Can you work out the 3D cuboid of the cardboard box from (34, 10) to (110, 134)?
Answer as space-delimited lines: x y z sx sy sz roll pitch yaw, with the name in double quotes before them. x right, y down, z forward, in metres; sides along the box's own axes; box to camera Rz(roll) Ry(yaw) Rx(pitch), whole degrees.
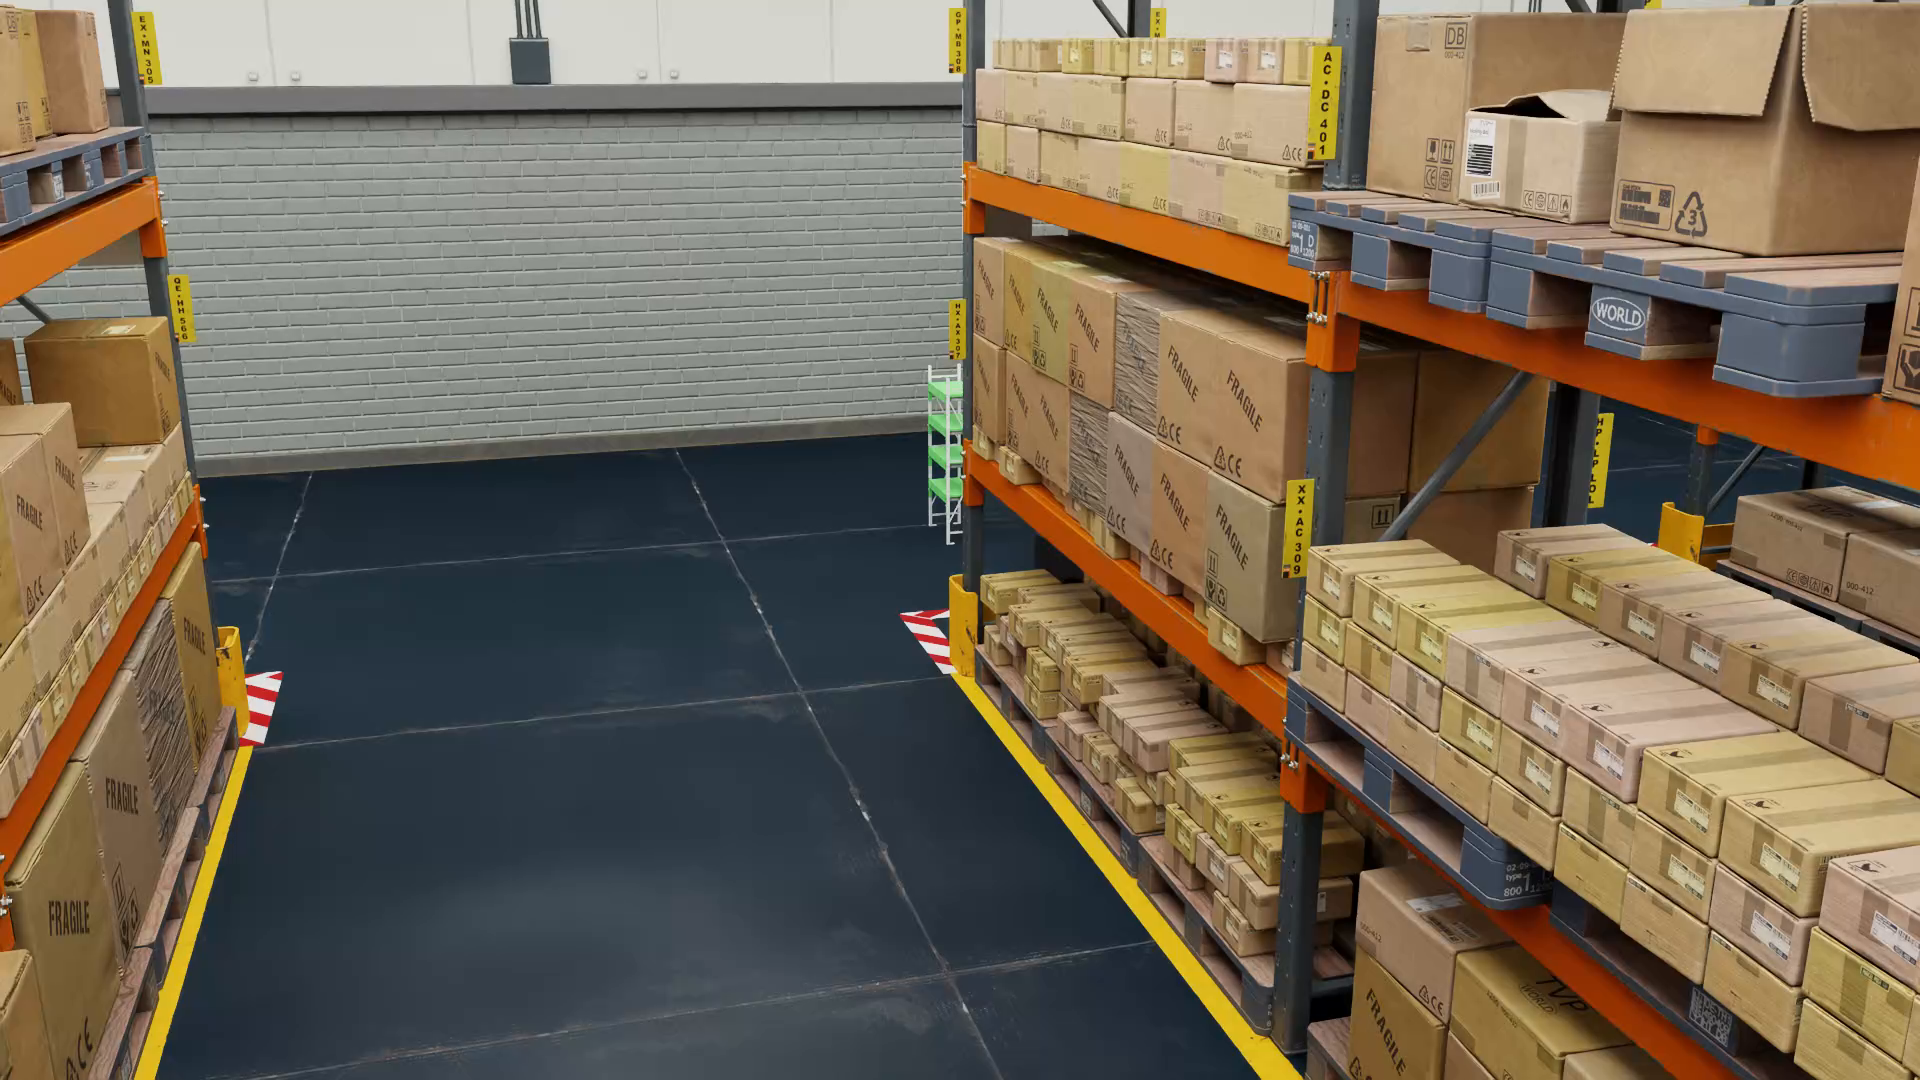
"cardboard box" -4.090 -2.002 7.112 0.700 0.500 0.500 -6 18 -19

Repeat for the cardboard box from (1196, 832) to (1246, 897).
"cardboard box" 1.133 1.220 6.386 0.380 0.149 0.250 -6 18 -18

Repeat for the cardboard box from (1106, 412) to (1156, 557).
"cardboard box" 0.930 -0.249 6.877 0.500 0.500 0.500 -5 17 -16

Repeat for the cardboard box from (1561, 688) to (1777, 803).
"cardboard box" 1.634 0.471 3.843 0.380 0.149 0.250 -4 17 -13

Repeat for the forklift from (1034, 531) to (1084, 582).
"forklift" 1.973 -0.999 10.185 3.031 2.935 1.130 12 21 36

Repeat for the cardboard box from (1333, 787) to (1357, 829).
"cardboard box" 1.697 1.021 6.532 0.380 0.149 0.250 -4 17 -13

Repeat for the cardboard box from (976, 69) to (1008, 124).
"cardboard box" 0.385 -2.232 8.346 0.500 0.250 0.500 -4 17 -14

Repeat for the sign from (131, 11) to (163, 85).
"sign" -3.759 -2.270 7.680 0.100 0.325 0.005 -5 17 -15

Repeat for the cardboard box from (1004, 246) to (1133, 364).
"cardboard box" 0.525 -1.158 8.163 0.500 0.500 0.500 -4 17 -14

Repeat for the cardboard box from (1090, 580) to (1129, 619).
"cardboard box" 0.915 0.307 8.907 0.380 0.149 0.250 -4 17 -14

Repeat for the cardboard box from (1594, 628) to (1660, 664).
"cardboard box" 2.049 0.347 4.774 0.380 0.149 0.250 -4 17 -13

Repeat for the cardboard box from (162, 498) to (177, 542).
"cardboard box" -3.729 -0.074 7.421 0.380 0.149 0.250 -5 17 -15

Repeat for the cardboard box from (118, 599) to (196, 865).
"cardboard box" -3.782 0.830 6.937 0.875 0.875 0.875 -5 17 -15

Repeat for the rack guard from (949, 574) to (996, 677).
"rack guard" 0.533 0.446 9.600 1.175 0.500 0.348 -5 17 -15

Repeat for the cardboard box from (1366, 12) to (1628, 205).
"cardboard box" 1.610 -1.238 4.742 0.700 0.500 0.500 -5 17 -15

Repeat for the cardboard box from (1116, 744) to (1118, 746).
"cardboard box" 0.892 0.848 7.623 0.380 0.149 0.250 -4 17 -13

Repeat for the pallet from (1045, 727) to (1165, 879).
"pallet" 1.054 1.148 7.763 1.003 0.211 1.213 -5 17 -15

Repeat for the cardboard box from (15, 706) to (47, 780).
"cardboard box" -3.019 0.638 5.052 0.380 0.149 0.250 -5 18 -17

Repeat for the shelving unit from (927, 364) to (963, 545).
"shelving unit" -0.045 -0.620 11.932 0.258 1.200 0.503 -5 17 -15

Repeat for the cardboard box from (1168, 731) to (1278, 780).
"cardboard box" 1.083 0.922 6.862 0.380 0.149 0.250 -4 17 -13

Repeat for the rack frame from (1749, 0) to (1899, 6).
"rack frame" 5.244 -4.065 9.843 1.000 3.000 0.127 -5 17 -15

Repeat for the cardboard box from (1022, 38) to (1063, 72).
"cardboard box" 0.505 -2.240 7.680 0.380 0.149 0.250 -4 17 -14

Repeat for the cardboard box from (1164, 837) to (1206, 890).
"cardboard box" 1.050 1.270 6.736 0.380 0.149 0.250 -5 18 -17

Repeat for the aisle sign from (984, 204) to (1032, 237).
"aisle sign" 0.203 -2.014 8.924 0.394 0.787 0.004 -5 17 -15

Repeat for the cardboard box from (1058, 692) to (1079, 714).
"cardboard box" 0.700 0.838 8.173 0.380 0.149 0.250 -5 17 -15

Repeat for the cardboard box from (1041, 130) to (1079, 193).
"cardboard box" 0.684 -1.706 7.462 0.500 0.250 0.500 -5 18 -17

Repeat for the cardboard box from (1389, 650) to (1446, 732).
"cardboard box" 1.422 0.399 4.600 0.380 0.149 0.250 -4 17 -14

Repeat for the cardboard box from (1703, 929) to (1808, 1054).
"cardboard box" 1.785 0.904 3.435 0.380 0.149 0.250 -4 17 -14

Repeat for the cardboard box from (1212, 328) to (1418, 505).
"cardboard box" 1.222 -0.444 5.787 0.500 0.500 0.500 -5 18 -17

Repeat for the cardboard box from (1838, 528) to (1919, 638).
"cardboard box" 5.781 0.261 9.592 0.875 0.438 0.875 -4 17 -14

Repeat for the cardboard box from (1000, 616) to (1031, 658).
"cardboard box" 0.430 0.495 8.800 0.380 0.149 0.250 -5 17 -16

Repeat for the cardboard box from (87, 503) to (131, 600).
"cardboard box" -3.470 0.059 6.286 0.500 0.250 0.500 -5 17 -15

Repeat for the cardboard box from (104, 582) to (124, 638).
"cardboard box" -3.377 0.279 6.245 0.380 0.149 0.250 -5 17 -17

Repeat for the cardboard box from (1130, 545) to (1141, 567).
"cardboard box" 0.947 0.032 7.069 0.380 0.149 0.250 -5 17 -16

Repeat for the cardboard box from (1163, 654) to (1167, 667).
"cardboard box" 1.231 0.658 8.255 0.380 0.149 0.250 -4 17 -14

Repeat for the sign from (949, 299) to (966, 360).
"sign" -0.010 -1.144 9.043 0.100 0.325 0.005 -5 17 -15

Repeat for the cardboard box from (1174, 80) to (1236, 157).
"cardboard box" 1.108 -1.523 5.985 0.500 0.250 0.500 -5 18 -18

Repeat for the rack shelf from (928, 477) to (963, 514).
"rack shelf" -0.045 -0.329 12.019 0.258 0.148 0.480 -5 17 -15

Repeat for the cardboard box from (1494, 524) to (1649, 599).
"cardboard box" 1.909 0.064 5.199 0.380 0.149 0.250 -4 17 -13

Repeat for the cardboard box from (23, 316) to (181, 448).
"cardboard box" -3.898 -0.724 7.589 0.500 0.500 0.500 -4 17 -15

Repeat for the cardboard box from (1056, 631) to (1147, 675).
"cardboard box" 0.682 0.565 8.050 0.380 0.149 0.250 -4 17 -13

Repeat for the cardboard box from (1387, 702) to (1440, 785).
"cardboard box" 1.424 0.544 4.634 0.380 0.149 0.250 -5 17 -15

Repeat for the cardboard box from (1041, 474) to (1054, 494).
"cardboard box" 0.621 -0.330 8.274 0.380 0.149 0.250 -4 17 -13

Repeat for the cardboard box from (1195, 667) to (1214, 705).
"cardboard box" 1.311 0.667 7.708 0.380 0.149 0.250 -5 17 -15

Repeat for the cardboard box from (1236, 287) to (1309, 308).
"cardboard box" 1.456 -0.763 6.851 0.500 0.500 0.500 -4 17 -14

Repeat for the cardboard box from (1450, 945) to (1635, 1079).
"cardboard box" 1.709 1.343 4.578 0.500 0.250 0.500 -4 17 -14

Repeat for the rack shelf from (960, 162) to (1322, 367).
"rack shelf" 1.062 -1.311 7.140 1.077 0.370 4.000 -5 17 -15

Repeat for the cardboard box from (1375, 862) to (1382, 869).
"cardboard box" 1.819 1.230 6.352 0.380 0.149 0.250 -4 17 -13

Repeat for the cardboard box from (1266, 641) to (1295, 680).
"cardboard box" 1.308 0.394 5.864 0.380 0.149 0.250 -5 17 -16

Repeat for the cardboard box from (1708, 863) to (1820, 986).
"cardboard box" 1.780 0.760 3.399 0.380 0.149 0.250 -4 17 -14

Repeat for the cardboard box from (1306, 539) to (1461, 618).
"cardboard box" 1.277 0.113 5.033 0.380 0.149 0.250 -4 17 -12

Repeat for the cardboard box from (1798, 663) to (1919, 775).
"cardboard box" 2.267 0.424 3.998 0.380 0.149 0.250 -6 18 -18

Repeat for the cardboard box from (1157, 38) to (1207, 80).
"cardboard box" 0.968 -1.814 6.261 0.380 0.149 0.250 -5 18 -17

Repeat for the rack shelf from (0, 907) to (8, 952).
"rack shelf" -2.636 1.596 2.676 1.077 0.370 4.000 -5 17 -15

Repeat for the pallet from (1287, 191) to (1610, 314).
"pallet" 1.678 -0.834 4.626 1.213 0.211 1.003 -5 17 -15

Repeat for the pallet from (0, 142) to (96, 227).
"pallet" -3.732 -1.260 5.873 1.003 0.211 1.213 -5 17 -15
